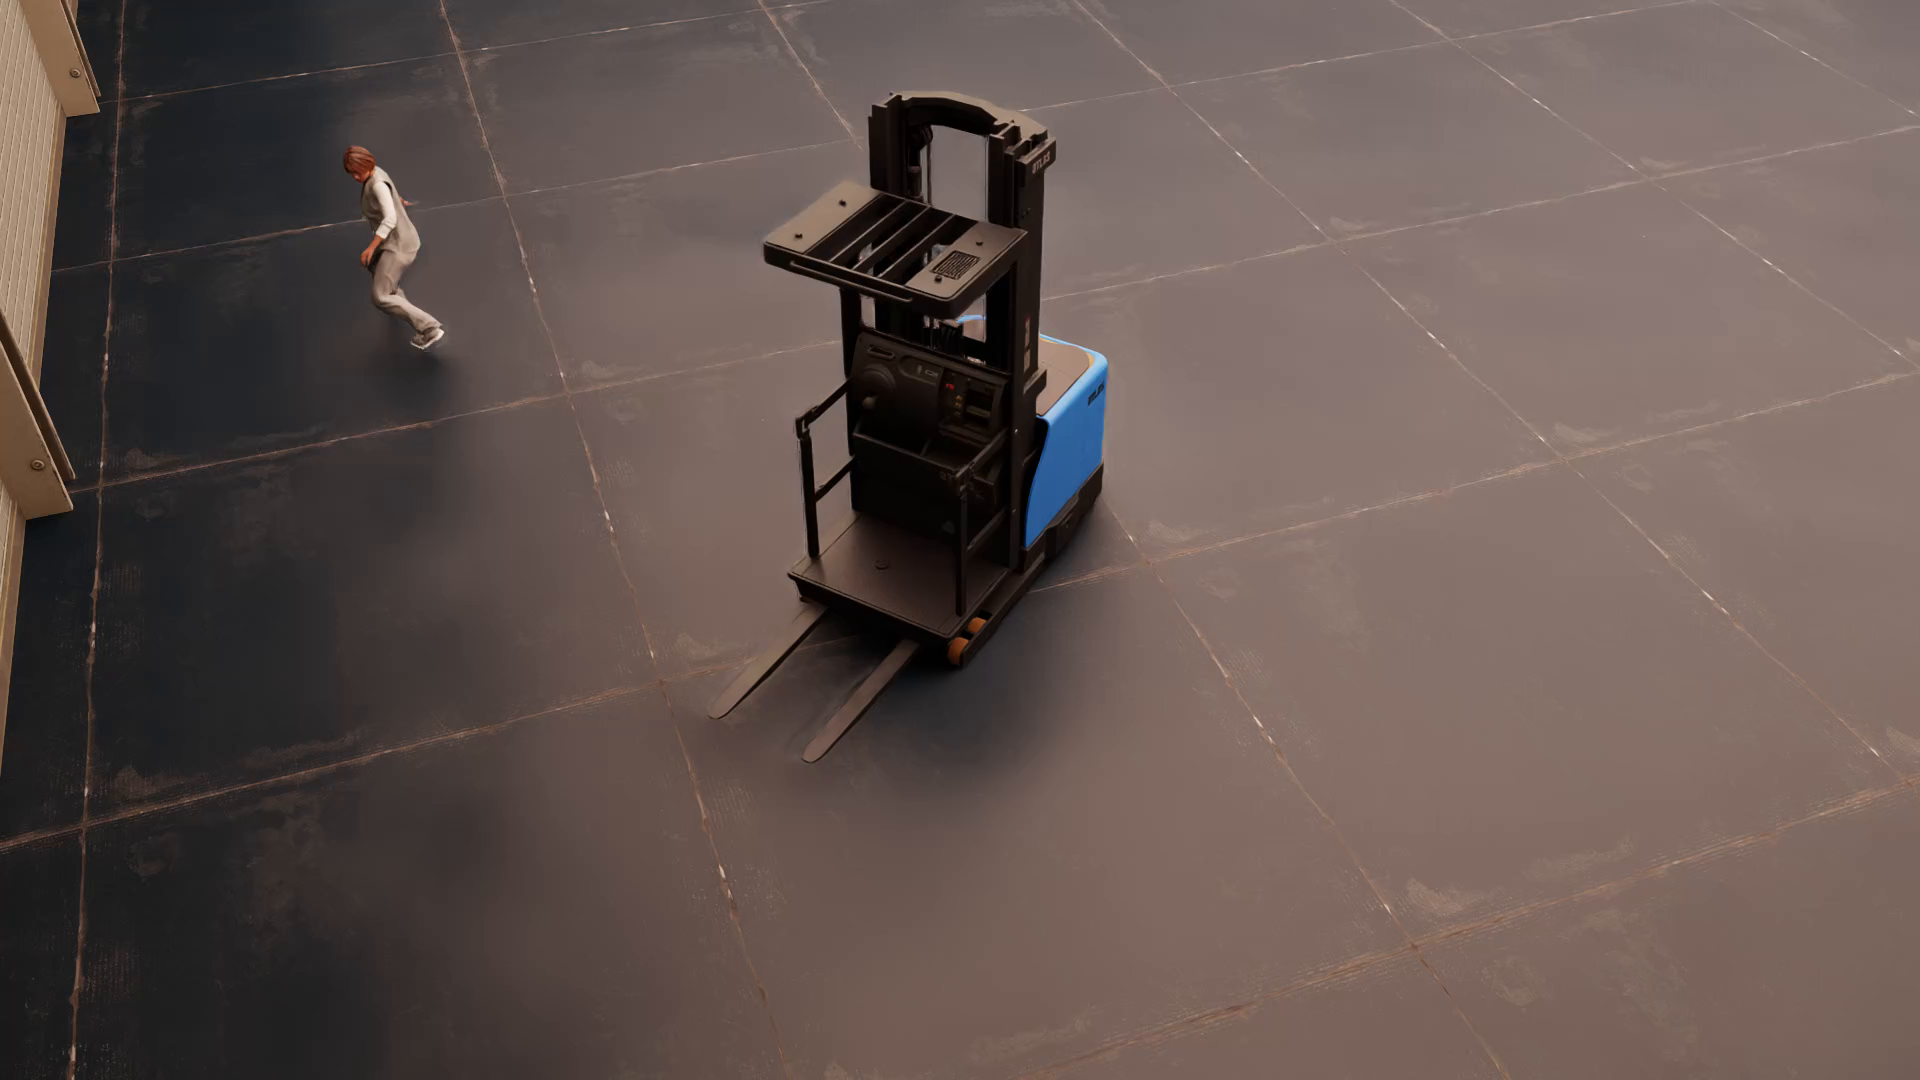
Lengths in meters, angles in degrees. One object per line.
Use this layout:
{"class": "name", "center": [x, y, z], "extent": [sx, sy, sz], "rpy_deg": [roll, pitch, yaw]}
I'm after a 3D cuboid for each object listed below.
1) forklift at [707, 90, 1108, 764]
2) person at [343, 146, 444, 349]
{"class": "forklift", "center": [-0.285, -0.748, 8.887], "extent": [1.130, 2.935, 3.031], "rpy_deg": [21, 44, 23]}
{"class": "person", "center": [-4.009, -2.101, 11.698], "extent": [0.489, 1.488, 1.032], "rpy_deg": [-11, 41, -13]}
